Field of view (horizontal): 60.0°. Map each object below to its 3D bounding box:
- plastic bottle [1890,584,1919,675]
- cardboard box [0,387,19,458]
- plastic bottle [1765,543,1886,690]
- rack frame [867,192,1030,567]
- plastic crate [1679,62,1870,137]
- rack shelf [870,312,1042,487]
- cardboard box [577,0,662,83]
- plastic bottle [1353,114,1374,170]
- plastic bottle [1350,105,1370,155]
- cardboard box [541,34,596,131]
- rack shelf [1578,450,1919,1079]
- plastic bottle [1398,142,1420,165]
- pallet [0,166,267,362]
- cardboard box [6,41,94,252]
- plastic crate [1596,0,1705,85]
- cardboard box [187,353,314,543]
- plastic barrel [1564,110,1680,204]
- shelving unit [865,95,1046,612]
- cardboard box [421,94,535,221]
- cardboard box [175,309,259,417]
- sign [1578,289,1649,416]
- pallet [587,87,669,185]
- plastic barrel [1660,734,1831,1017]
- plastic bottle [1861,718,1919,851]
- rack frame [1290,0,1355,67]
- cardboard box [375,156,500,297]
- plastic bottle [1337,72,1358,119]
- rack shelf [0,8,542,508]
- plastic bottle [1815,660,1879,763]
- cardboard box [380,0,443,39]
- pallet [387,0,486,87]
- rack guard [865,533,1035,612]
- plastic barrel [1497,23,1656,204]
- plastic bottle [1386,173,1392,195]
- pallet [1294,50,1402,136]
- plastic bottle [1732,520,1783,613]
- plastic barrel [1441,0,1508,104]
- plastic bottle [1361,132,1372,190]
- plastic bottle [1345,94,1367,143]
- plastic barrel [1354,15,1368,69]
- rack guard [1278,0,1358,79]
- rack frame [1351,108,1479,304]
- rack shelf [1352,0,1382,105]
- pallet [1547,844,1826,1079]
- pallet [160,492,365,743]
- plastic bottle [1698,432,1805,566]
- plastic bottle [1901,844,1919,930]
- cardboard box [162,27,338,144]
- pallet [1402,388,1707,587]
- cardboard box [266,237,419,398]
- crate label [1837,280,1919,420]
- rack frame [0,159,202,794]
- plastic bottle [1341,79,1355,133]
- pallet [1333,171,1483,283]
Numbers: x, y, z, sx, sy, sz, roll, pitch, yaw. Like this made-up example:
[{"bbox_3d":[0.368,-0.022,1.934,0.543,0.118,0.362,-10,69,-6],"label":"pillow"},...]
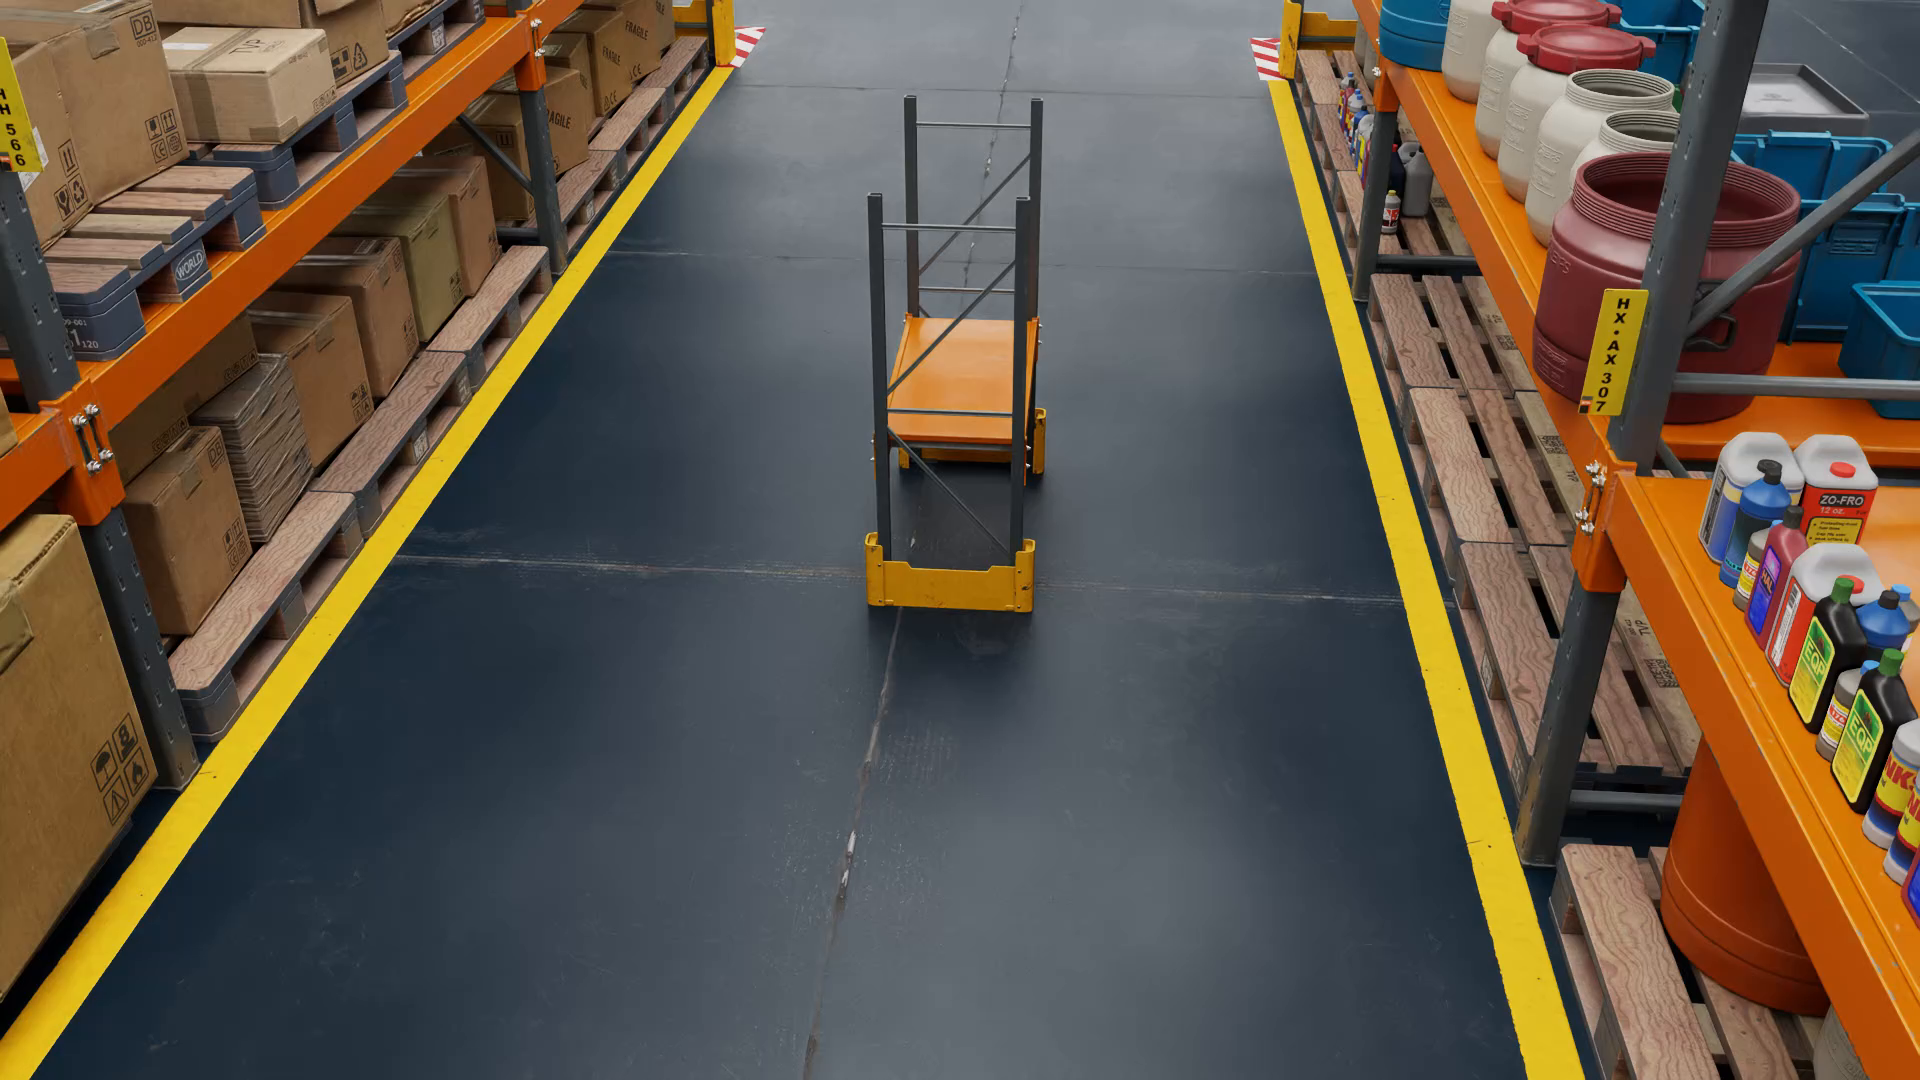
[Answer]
[{"bbox_3d":[1.832,0.180,3.288,0.097,0.201,0.097,0,32,0],"label":"plastic bottle"},{"bbox_3d":[-2.628,-0.340,3.847,0.500,0.500,0.500,3,32,5],"label":"cardboard box"},{"bbox_3d":[1.707,0.153,3.261,0.152,0.276,0.135,2,32,4],"label":"plastic bottle"},{"bbox_3d":[-0.034,-0.417,5.498,0.500,1.500,0.032,2,32,4],"label":"rack frame"},{"bbox_3d":[2.538,-1.214,5.299,0.402,0.464,0.583,2,32,4],"label":"plastic crate"},{"bbox_3d":[0.007,-0.530,6.023,0.538,0.185,1.000,2,32,4],"label":"rack shelf"},{"bbox_3d":[-2.266,-3.224,10.605,0.500,0.500,0.500,11,33,17],"label":"cardboard box"},{"bbox_3d":[2.252,-2.177,9.100,0.152,0.276,0.135,3,32,5],"label":"plastic bottle"},{"bbox_3d":[2.242,-2.291,9.290,0.097,0.271,0.097,0,32,0],"label":"plastic bottle"},{"bbox_3d":[-2.425,-2.607,9.604,0.500,0.500,0.500,0,32,0],"label":"cardboard box"},{"bbox_3d":[1.939,0.998,2.458,1.077,0.370,4.000,2,32,4],"label":"rack shelf"},{"bbox_3d":[2.358,-1.930,8.699,0.152,0.276,0.135,2,32,4],"label":"plastic bottle"},{"bbox_3d":[-2.883,-0.861,4.972,1.213,0.211,1.003,2,32,4],"label":"pallet"},{"bbox_3d":[-2.831,-1.071,4.634,0.500,0.500,0.500,-1,32,-2],"label":"cardboard box"},{"bbox_3d":[2.648,-1.849,6.407,0.392,0.384,0.575,2,32,4],"label":"plastic crate"},{"bbox_3d":[-2.768,-0.331,5.891,0.700,0.500,0.500,0,32,0],"label":"cardboard box"},{"bbox_3d":[1.973,-0.949,4.824,0.421,0.512,0.421,0,32,0],"label":"plastic barrel"},{"bbox_3d":[0.006,-0.678,5.921,0.587,1.500,1.083,2,32,4],"label":"shelving unit"},{"bbox_3d":[-2.437,-1.980,8.586,0.500,0.500,0.500,2,32,2],"label":"cardboard box"},{"bbox_3d":[-2.777,-0.638,5.674,0.500,0.250,0.500,6,32,10],"label":"cardboard box"},{"bbox_3d":[1.553,-0.444,3.955,0.100,0.325,0.005,2,32,4],"label":"sign"},{"bbox_3d":[-2.393,-2.463,10.045,1.003,0.211,1.213,2,32,4],"label":"pallet"},{"bbox_3d":[2.079,0.647,4.009,0.600,0.830,0.708,2,32,4],"label":"plastic barrel"},{"bbox_3d":[1.640,0.405,2.857,0.097,0.271,0.097,0,32,0],"label":"plastic bottle"},{"bbox_3d":[2.753,-4.538,10.754,1.000,3.000,0.127,2,32,4],"label":"rack frame"},{"bbox_3d":[-2.581,-1.461,7.724,0.700,0.500,0.500,0,32,0],"label":"cardboard box"},{"bbox_3d":[2.295,-2.629,9.838,0.097,0.271,0.097,0,32,0],"label":"plastic bottle"},{"bbox_3d":[-2.672,-1.306,6.195,1.077,0.370,4.000,2,32,4],"label":"rack shelf"},{"bbox_3d":[1.659,0.314,3.071,0.097,0.201,0.097,0,32,0],"label":"plastic bottle"},{"bbox_3d":[-2.713,-2.682,6.771,1.000,1.000,1.000,3,32,4],"label":"cardboard box"},{"bbox_3d":[-2.716,-2.182,7.115,1.003,0.211,1.213,2,32,4],"label":"pallet"},{"bbox_3d":[-0.034,0.114,5.827,0.587,0.250,0.087,2,32,4],"label":"rack guard"},{"bbox_3d":[2.036,-1.403,5.538,0.433,0.535,0.433,0,32,0],"label":"plastic barrel"},{"bbox_3d":[2.138,-1.743,8.388,0.061,0.283,0.133,4,32,6],"label":"plastic bottle"},{"bbox_3d":[2.722,-2.884,10.729,1.003,0.211,1.213,2,32,4],"label":"pallet"},{"bbox_3d":[1.700,0.053,3.494,0.097,0.201,0.097,0,32,0],"label":"plastic bottle"},{"bbox_3d":[2.131,-2.013,6.528,0.433,0.535,0.433,0,32,0],"label":"plastic barrel"},{"bbox_3d":[2.180,-2.013,8.828,0.061,0.283,0.133,5,32,7],"label":"plastic bottle"},{"bbox_3d":[2.259,-2.397,9.462,0.097,0.271,0.097,0,32,0],"label":"plastic bottle"},{"bbox_3d":[2.776,-3.310,10.733,0.421,0.512,0.421,0,32,0],"label":"plastic barrel"},{"bbox_3d":[2.794,-3.432,11.342,1.175,0.500,0.348,2,32,4],"label":"rack guard"},{"bbox_3d":[2.427,-2.446,7.360,1.000,3.000,0.127,2,32,4],"label":"rack frame"},{"bbox_3d":[2.590,-3.186,9.246,1.077,0.370,4.000,2,32,4],"label":"rack shelf"},{"bbox_3d":[2.079,1.247,4.026,1.003,0.211,1.213,2,32,4],"label":"pallet"},{"bbox_3d":[-2.770,0.213,5.704,1.003,0.211,1.213,2,32,4],"label":"pallet"},{"bbox_3d":[1.744,-0.089,3.654,0.152,0.276,0.135,2,32,4],"label":"plastic bottle"},{"bbox_3d":[1.605,0.510,2.675,0.061,0.283,0.133,2,32,4],"label":"plastic bottle"},{"bbox_3d":[-2.469,-1.547,5.645,0.500,0.250,0.500,2,32,3],"label":"cardboard box"},{"bbox_3d":[2.305,-0.207,6.385,1.003,0.211,1.213,2,32,4],"label":"pallet"},{"bbox_3d":[-2.683,-0.919,6.846,0.700,0.500,0.500,0,32,0],"label":"cardboard box"},{"bbox_3d":[2.510,-0.487,4.341,0.303,0.233,0.416,2,32,4],"label":"crate label"},{"bbox_3d":[-2.835,-0.566,4.309,1.000,3.000,0.127,2,32,4],"label":"rack frame"},{"bbox_3d":[2.258,-2.516,9.644,0.061,0.283,0.133,3,32,5],"label":"plastic bottle"},{"bbox_3d":[2.524,-1.608,8.659,1.003,0.211,1.213,2,32,4],"label":"pallet"}]
